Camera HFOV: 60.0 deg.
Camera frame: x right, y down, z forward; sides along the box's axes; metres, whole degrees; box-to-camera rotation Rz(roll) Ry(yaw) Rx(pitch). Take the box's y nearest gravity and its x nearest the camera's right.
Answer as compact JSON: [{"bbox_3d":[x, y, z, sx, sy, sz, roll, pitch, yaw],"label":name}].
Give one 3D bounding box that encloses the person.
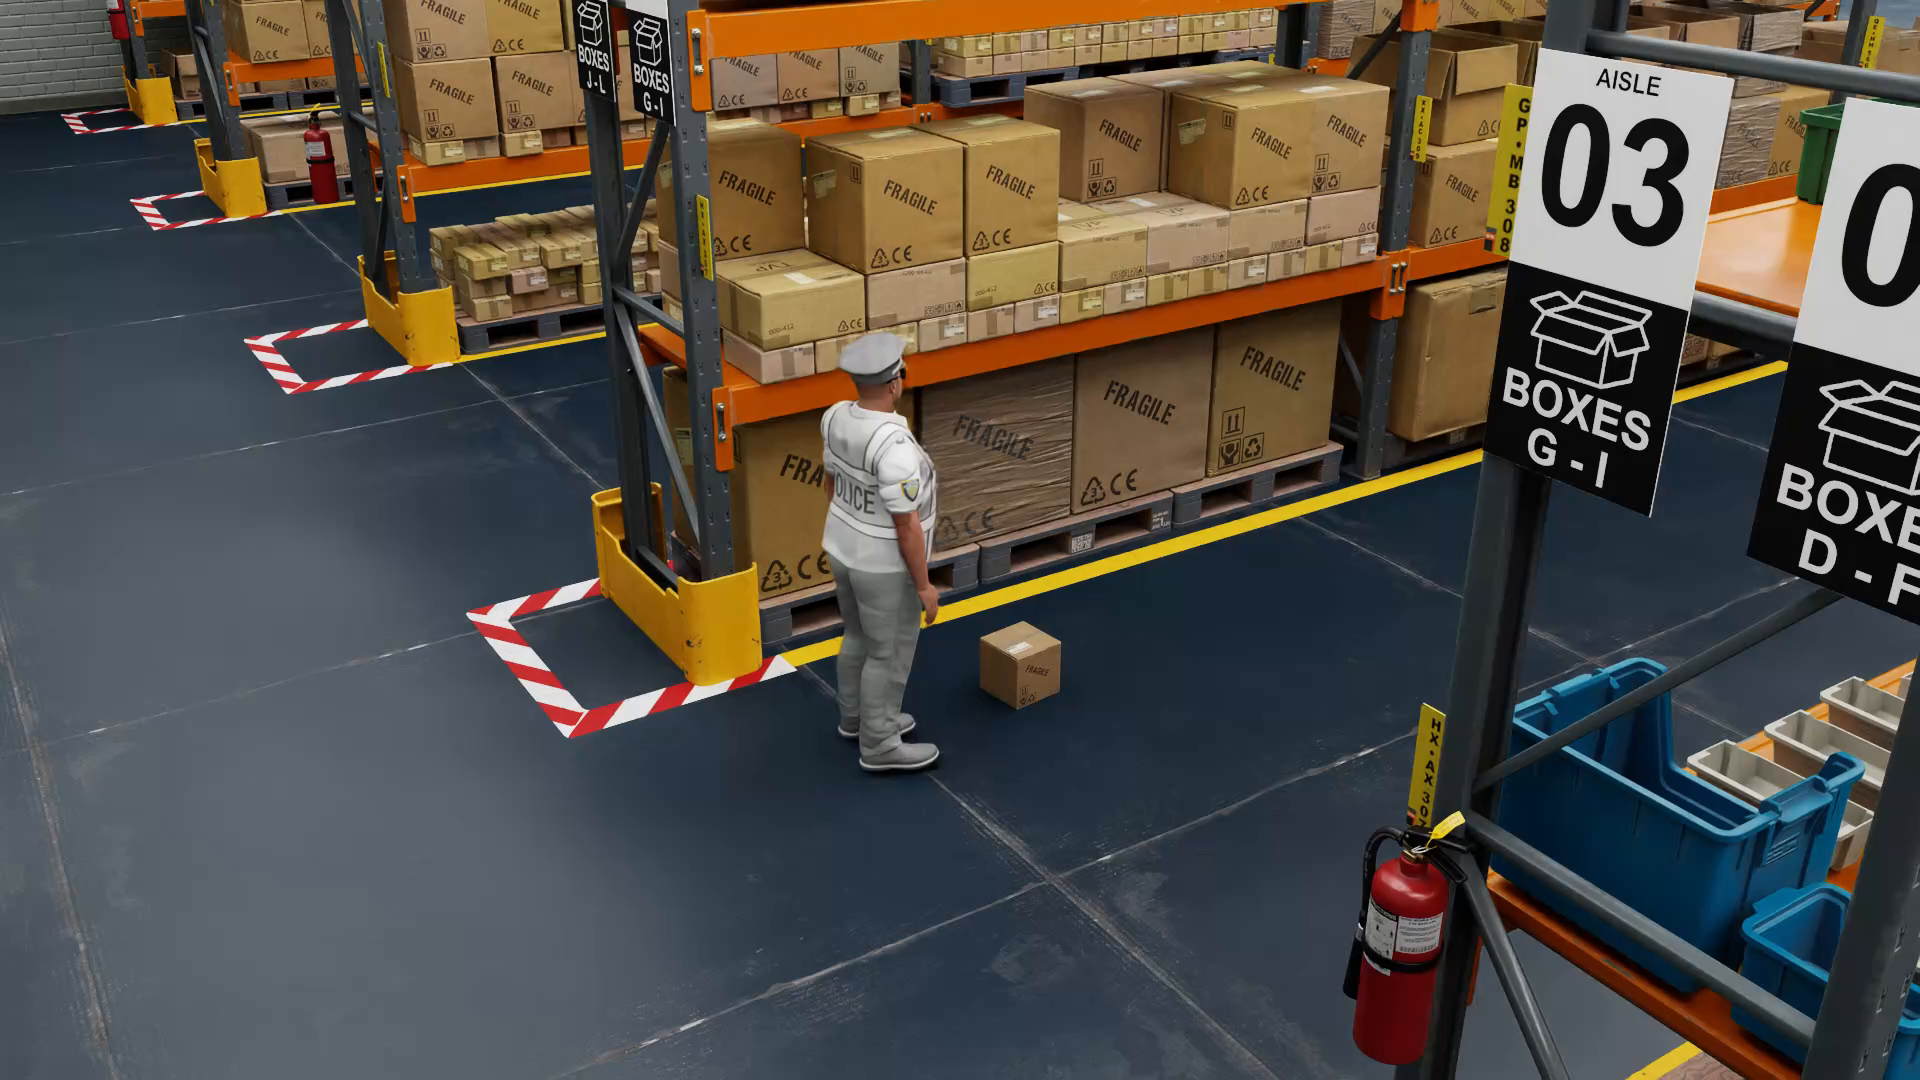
[{"bbox_3d":[-0.292,0.066,6.394,0.411,1.775,0.582,-16,29,-30],"label":"person"}]
